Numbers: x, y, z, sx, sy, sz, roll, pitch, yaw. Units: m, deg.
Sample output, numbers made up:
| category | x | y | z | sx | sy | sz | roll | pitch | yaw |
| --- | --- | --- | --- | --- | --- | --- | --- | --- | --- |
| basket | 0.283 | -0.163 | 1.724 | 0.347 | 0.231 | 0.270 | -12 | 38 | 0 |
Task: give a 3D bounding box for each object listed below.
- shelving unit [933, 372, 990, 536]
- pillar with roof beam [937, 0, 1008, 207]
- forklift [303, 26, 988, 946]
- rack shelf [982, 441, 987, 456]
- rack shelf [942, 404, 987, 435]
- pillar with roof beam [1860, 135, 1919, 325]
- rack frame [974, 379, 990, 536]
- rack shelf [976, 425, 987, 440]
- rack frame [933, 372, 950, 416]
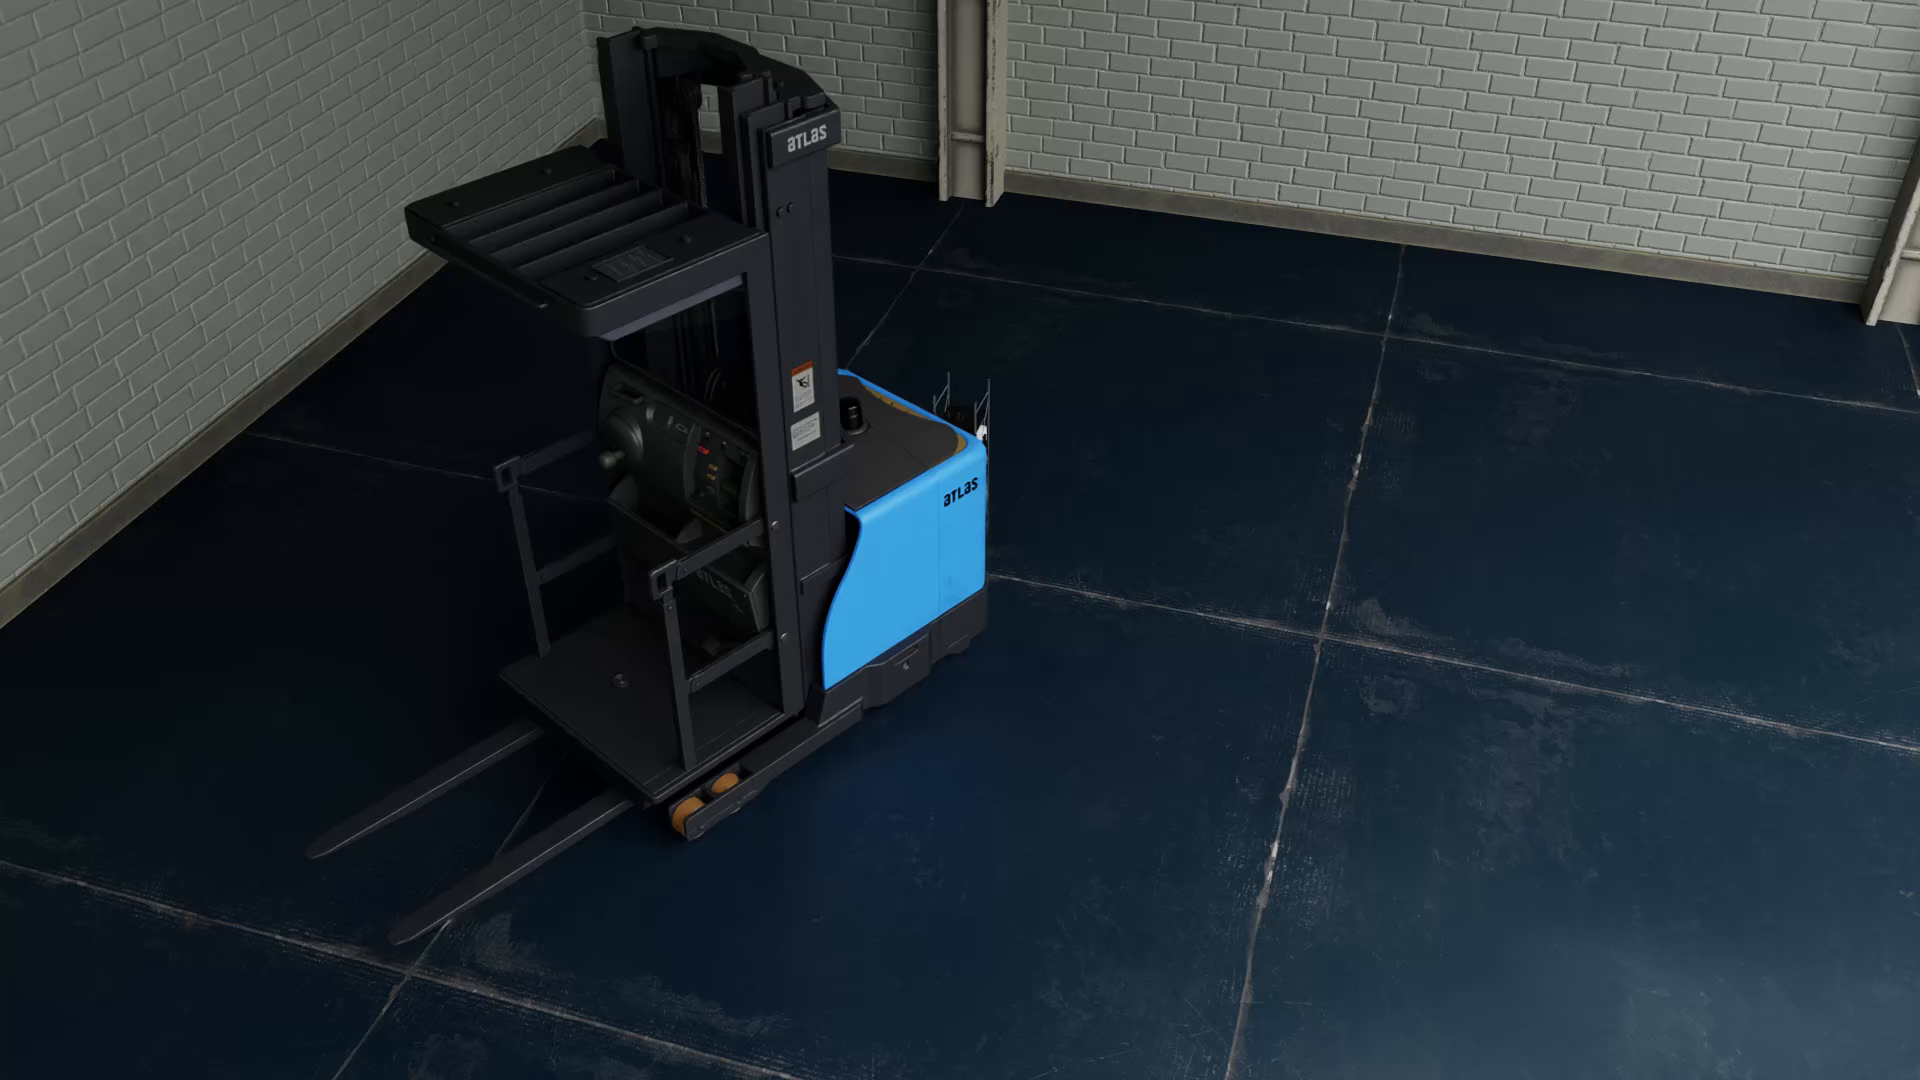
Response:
| category | x | y | z | sx | sy | sz | roll | pitch | yaw |
| --- | --- | --- | --- | --- | --- | --- | --- | --- | --- |
| shelving unit | 0.008 | -0.361 | 8.166 | 0.210 | 0.900 | 0.258 | 10 | 38 | 14 |
| pillar with roof beam | -1.201 | -3.629 | 5.775 | 0.400 | 9.000 | 9.100 | 10 | 38 | 14 |
| forklift | -1.253 | -0.309 | 6.382 | 1.130 | 2.935 | 3.031 | 30 | 46 | 34 |
| rack shelf | 0.008 | -0.407 | 8.133 | 0.200 | 0.077 | 0.258 | 10 | 38 | 14 |
| rack shelf | 0.008 | -0.552 | 8.026 | 0.200 | 0.077 | 0.258 | 10 | 38 | 14 |
| pillar with roof beam | 4.526 | -2.569 | 4.334 | 0.400 | 9.000 | 9.100 | 10 | 38 | 14 |
| rack frame | 0.105 | -0.343 | 8.142 | 0.006 | 0.900 | 0.240 | 10 | 38 | 14 |
| rack shelf | 0.008 | -0.479 | 8.079 | 0.200 | 0.077 | 0.258 | 10 | 38 | 14 |
| rack frame | -0.089 | -0.379 | 8.191 | 0.006 | 0.900 | 0.240 | 10 | 38 | 14 |
